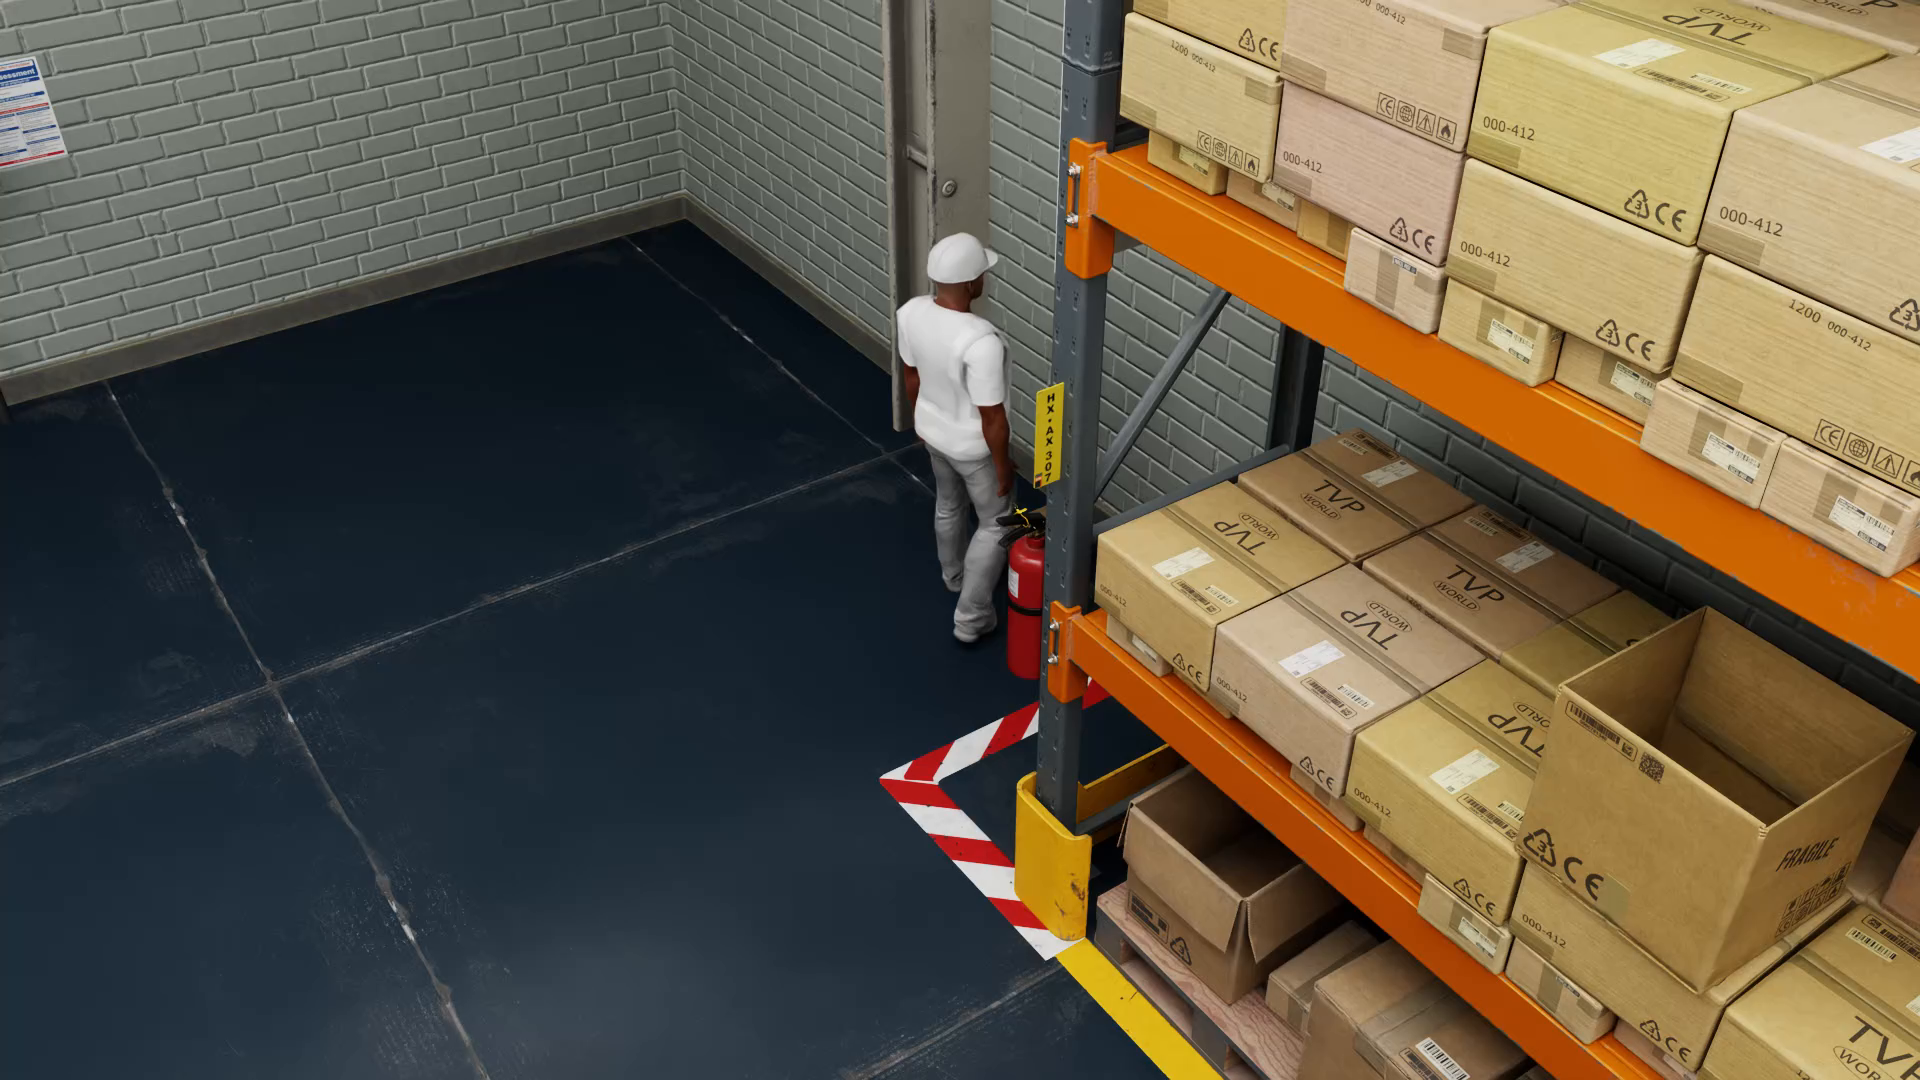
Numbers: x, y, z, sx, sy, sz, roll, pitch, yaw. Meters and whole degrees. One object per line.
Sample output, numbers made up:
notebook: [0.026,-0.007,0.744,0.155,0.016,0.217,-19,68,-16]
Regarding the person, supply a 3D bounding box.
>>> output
person: [0.051,-0.446,6.734,0.549,1.768,0.590,-27,44,-32]
